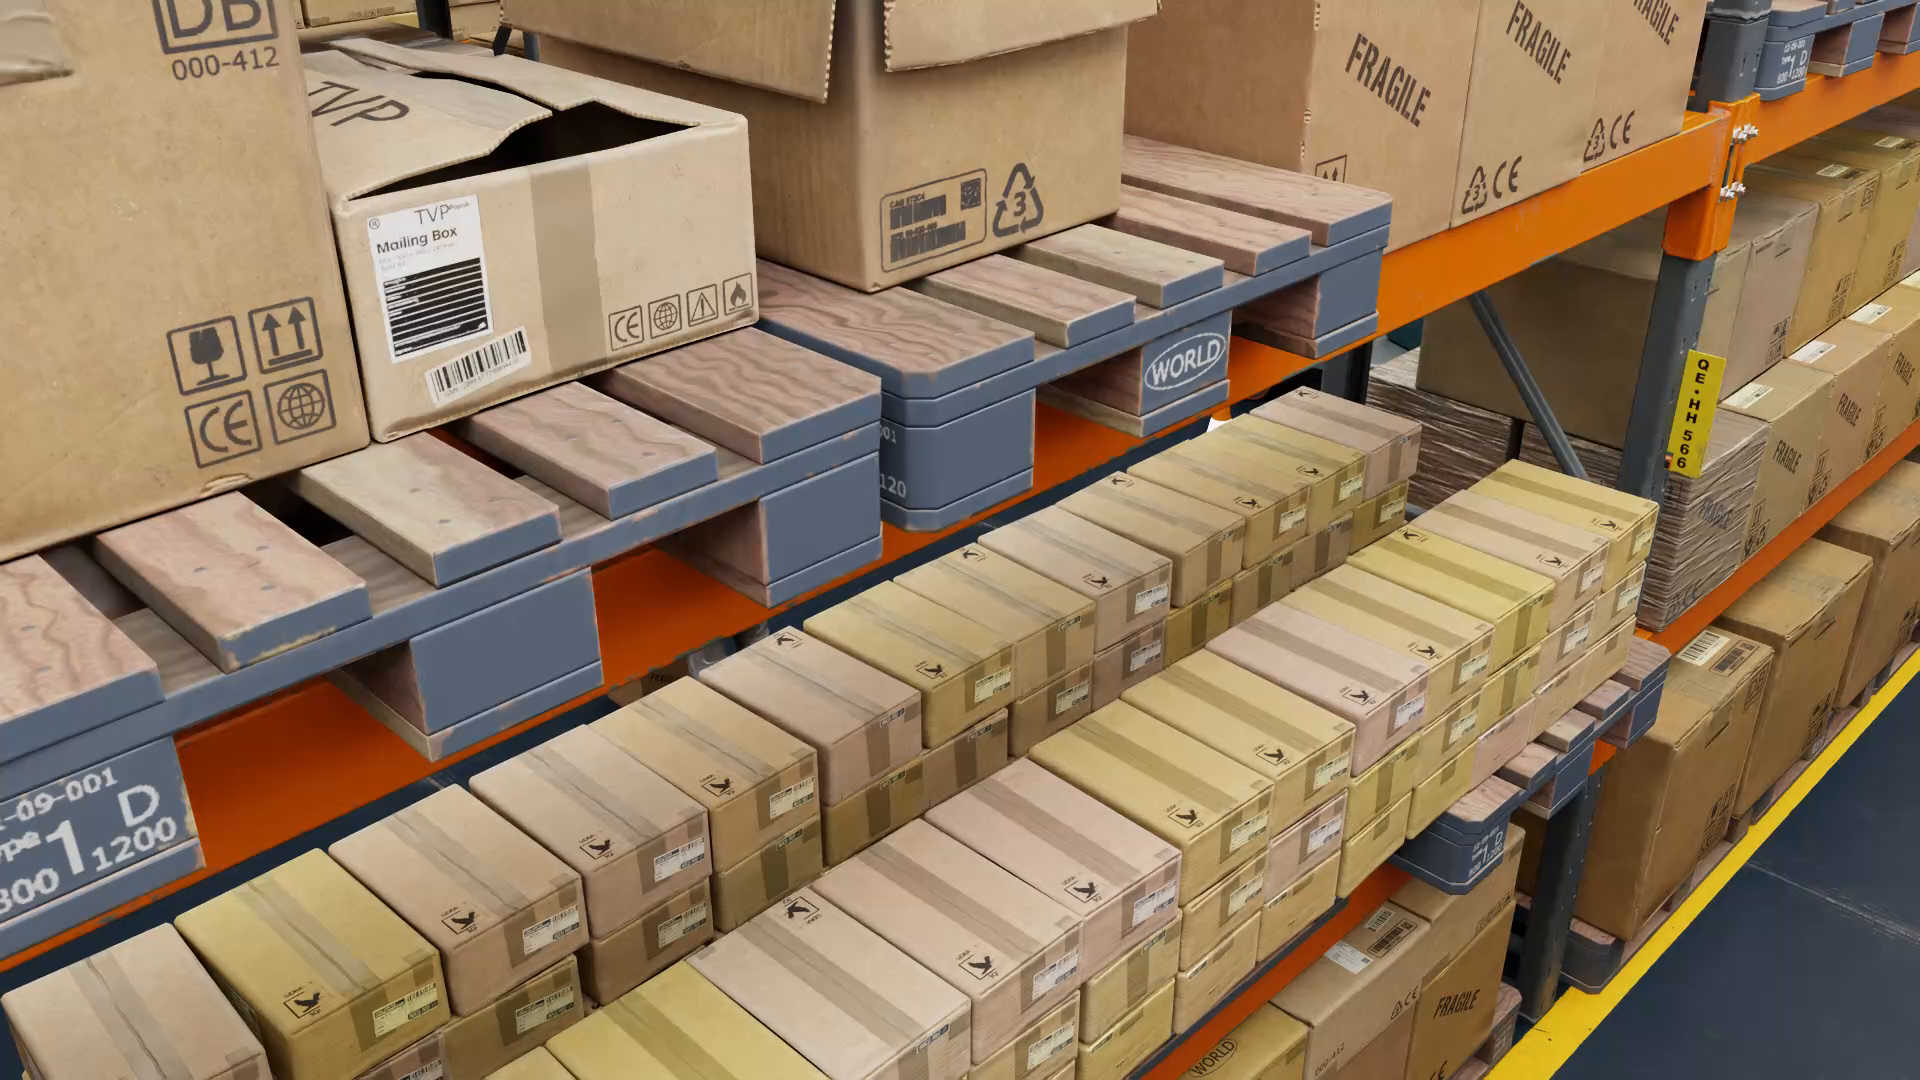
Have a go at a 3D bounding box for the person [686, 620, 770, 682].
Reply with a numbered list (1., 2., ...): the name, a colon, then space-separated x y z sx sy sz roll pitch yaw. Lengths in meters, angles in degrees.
1. person: -0.902 0.020 6.037 0.568 1.766 0.355 -24 36 -38
